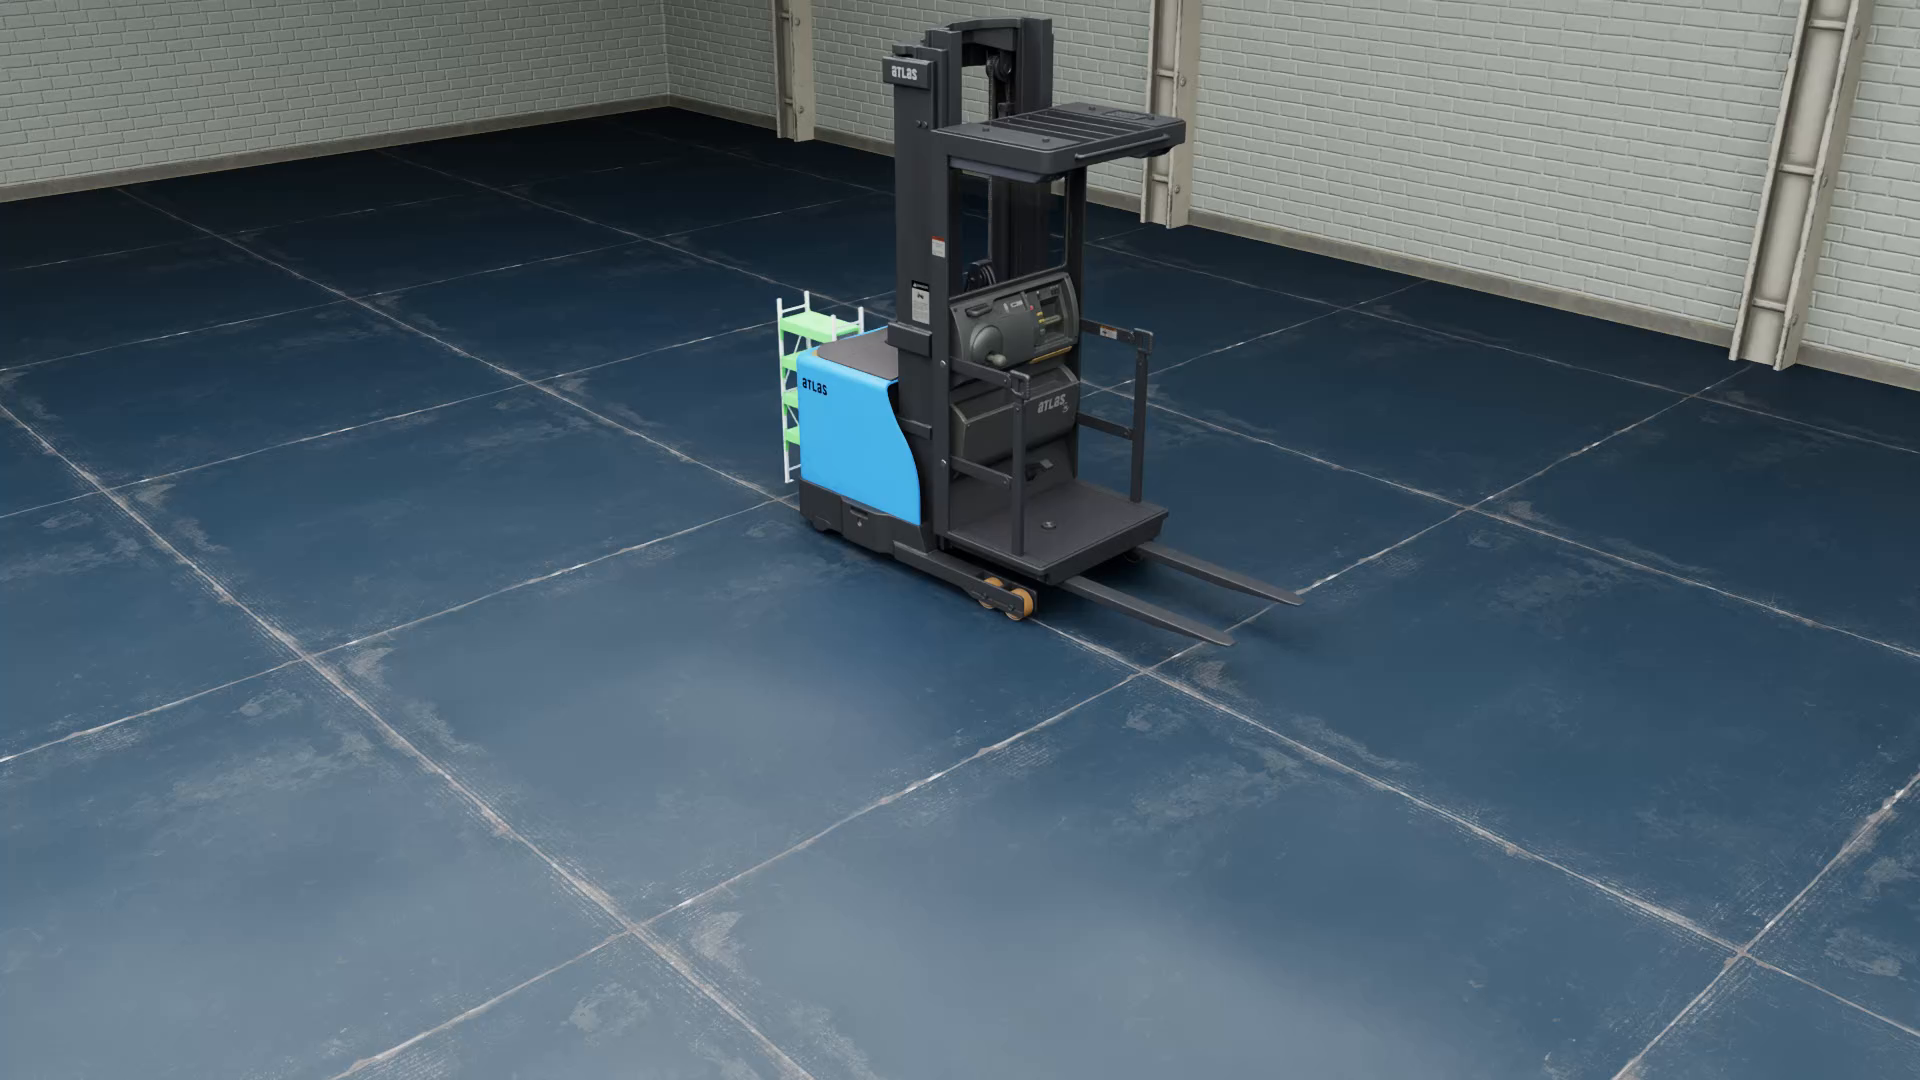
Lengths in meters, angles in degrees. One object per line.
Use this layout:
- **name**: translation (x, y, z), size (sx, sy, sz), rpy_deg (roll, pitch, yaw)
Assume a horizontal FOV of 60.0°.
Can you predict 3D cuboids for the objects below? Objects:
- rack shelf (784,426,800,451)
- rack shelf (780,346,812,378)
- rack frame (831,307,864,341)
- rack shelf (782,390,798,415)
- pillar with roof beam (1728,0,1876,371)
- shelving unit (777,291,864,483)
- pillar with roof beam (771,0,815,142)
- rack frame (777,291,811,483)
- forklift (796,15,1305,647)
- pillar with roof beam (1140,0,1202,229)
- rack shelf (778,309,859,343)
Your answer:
- **rack shelf**: translation (-0.841, -0.597, 10.345), size (0.480, 0.148, 0.258), rpy_deg (22, 32, 39)
- **rack shelf**: translation (-0.841, -1.033, 10.145), size (0.480, 0.148, 0.258), rpy_deg (22, 32, 39)
- **rack frame**: translation (-0.666, -0.803, 10.064), size (0.015, 1.200, 0.240), rpy_deg (22, 32, 39)
- **rack shelf**: translation (-0.841, -0.815, 10.245), size (0.480, 0.148, 0.258), rpy_deg (22, 32, 39)
- **pillar with roof beam**: translation (3.021, -4.252, 8.229), size (9.100, 9.000, 0.400), rpy_deg (-21, 32, -38)
- **shelving unit**: translation (-0.841, -0.873, 10.218), size (0.503, 1.200, 0.258), rpy_deg (22, 32, 39)
- **pillar with roof beam**: translation (-5.181, -7.888, 16.198), size (9.100, 9.000, 0.400), rpy_deg (-21, 32, -38)
- **rack frame**: translation (-1.017, -0.944, 10.373), size (0.015, 1.200, 0.240), rpy_deg (22, 32, 39)
- **forklift**: translation (0.453, -1.152, 8.743), size (3.031, 2.935, 1.130), rpy_deg (22, 32, 39)
- **pillar with roof beam**: translation (-1.080, -6.070, 12.213), size (9.100, 9.000, 0.400), rpy_deg (-21, 32, -38)
- **rack shelf**: translation (-0.841, -1.252, 10.046), size (0.480, 0.148, 0.258), rpy_deg (22, 32, 39)
